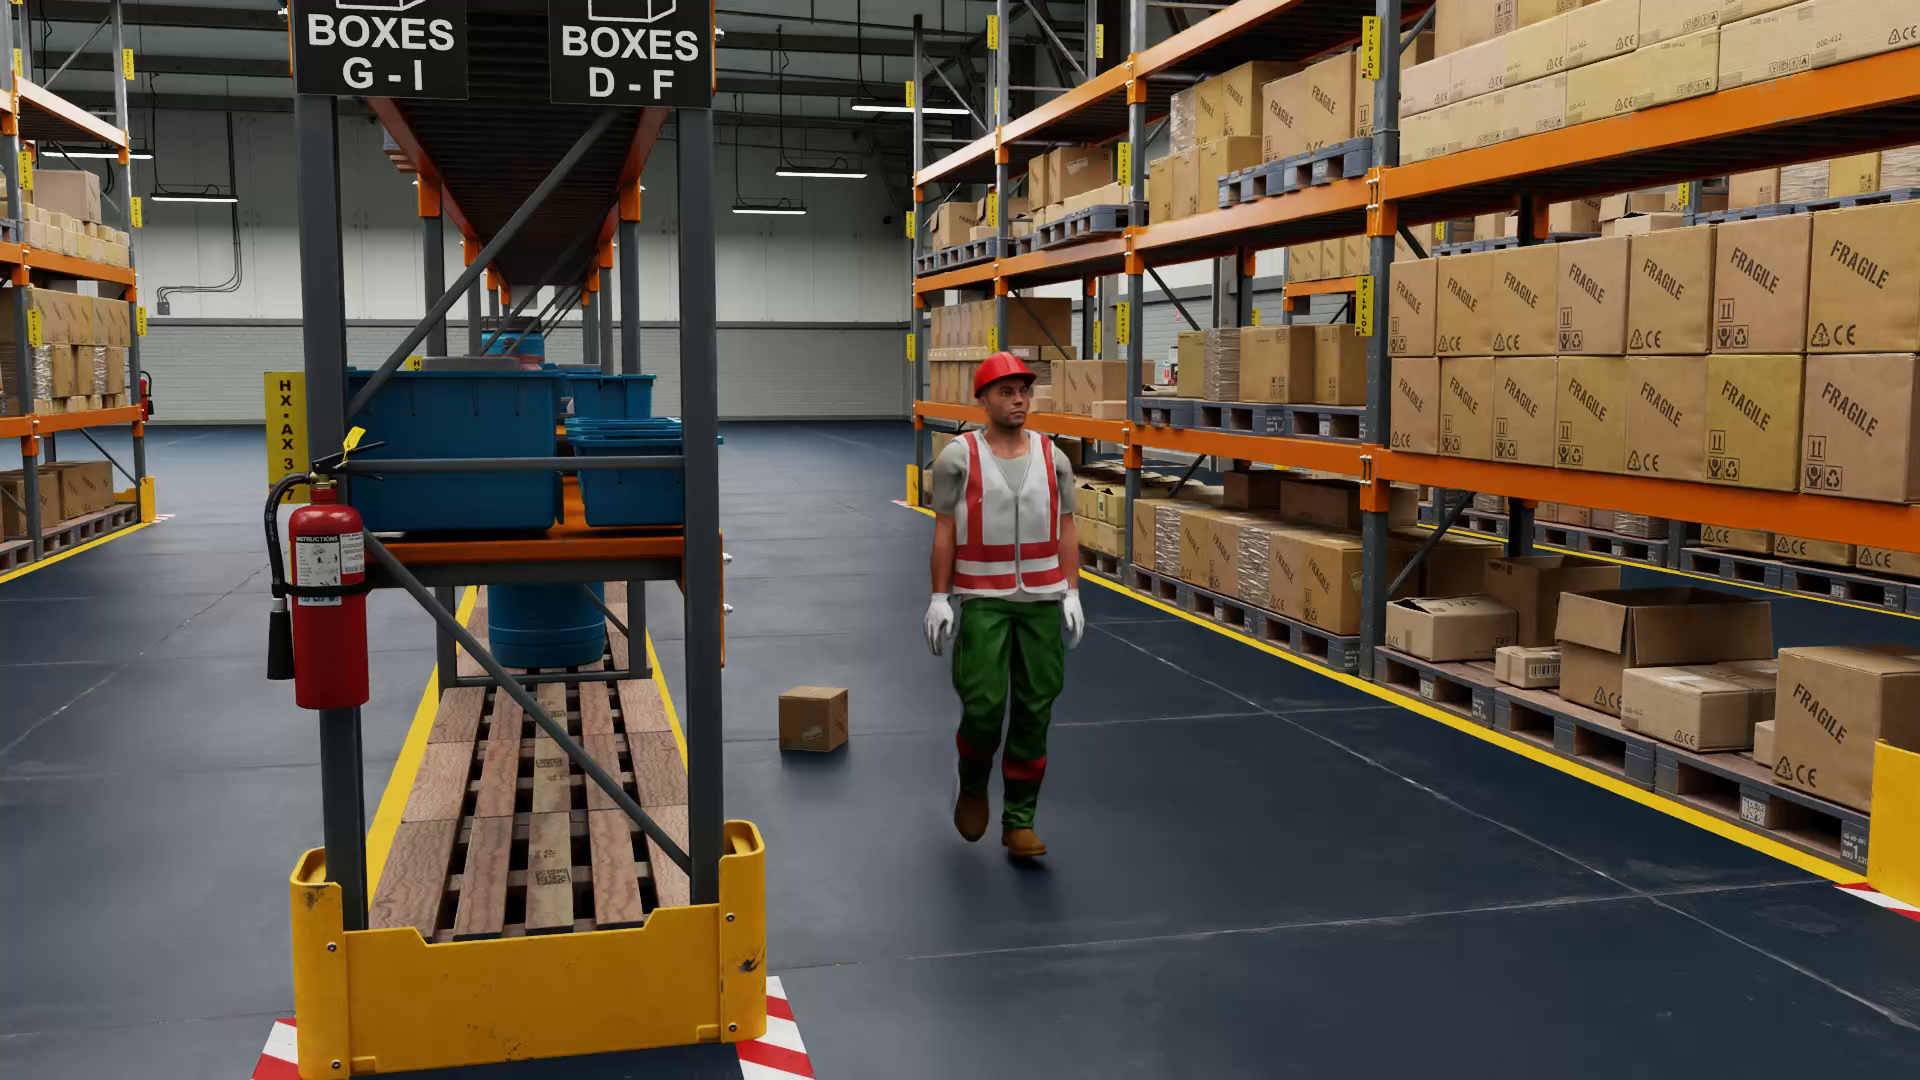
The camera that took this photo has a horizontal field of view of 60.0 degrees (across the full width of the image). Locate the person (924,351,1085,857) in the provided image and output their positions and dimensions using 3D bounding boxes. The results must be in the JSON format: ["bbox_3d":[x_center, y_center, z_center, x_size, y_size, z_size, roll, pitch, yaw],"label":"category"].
[{"bbox_3d":[0.167,0.227,5.873,0.571,1.777,0.486,-2,6,-14],"label":"person"}]
